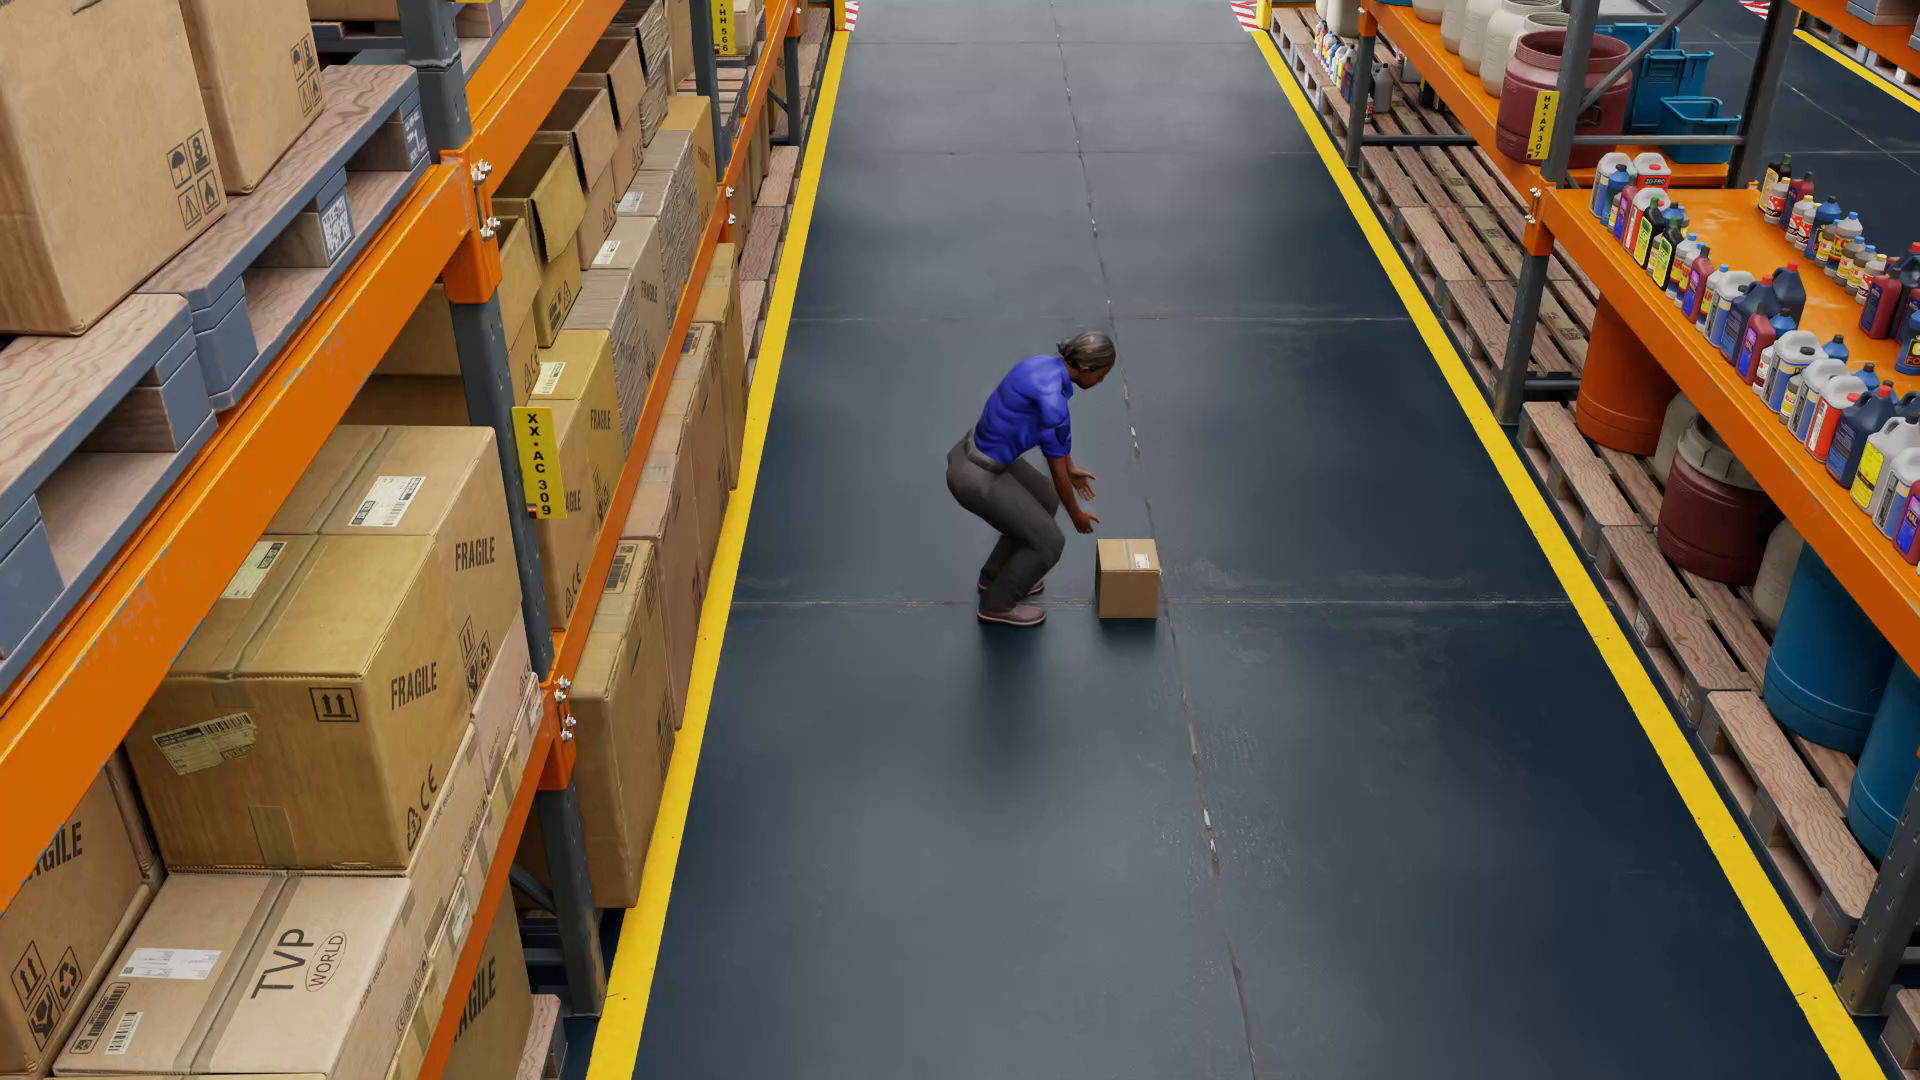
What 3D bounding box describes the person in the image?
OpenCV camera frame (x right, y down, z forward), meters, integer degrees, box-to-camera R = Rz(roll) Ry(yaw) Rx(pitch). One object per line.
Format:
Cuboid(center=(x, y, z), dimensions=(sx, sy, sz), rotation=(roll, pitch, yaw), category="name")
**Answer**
Cuboid(center=(0.284, -0.281, 6.965), dimensions=(0.684, 1.277, 0.497), rotation=(0, 32, 1), category="person")
